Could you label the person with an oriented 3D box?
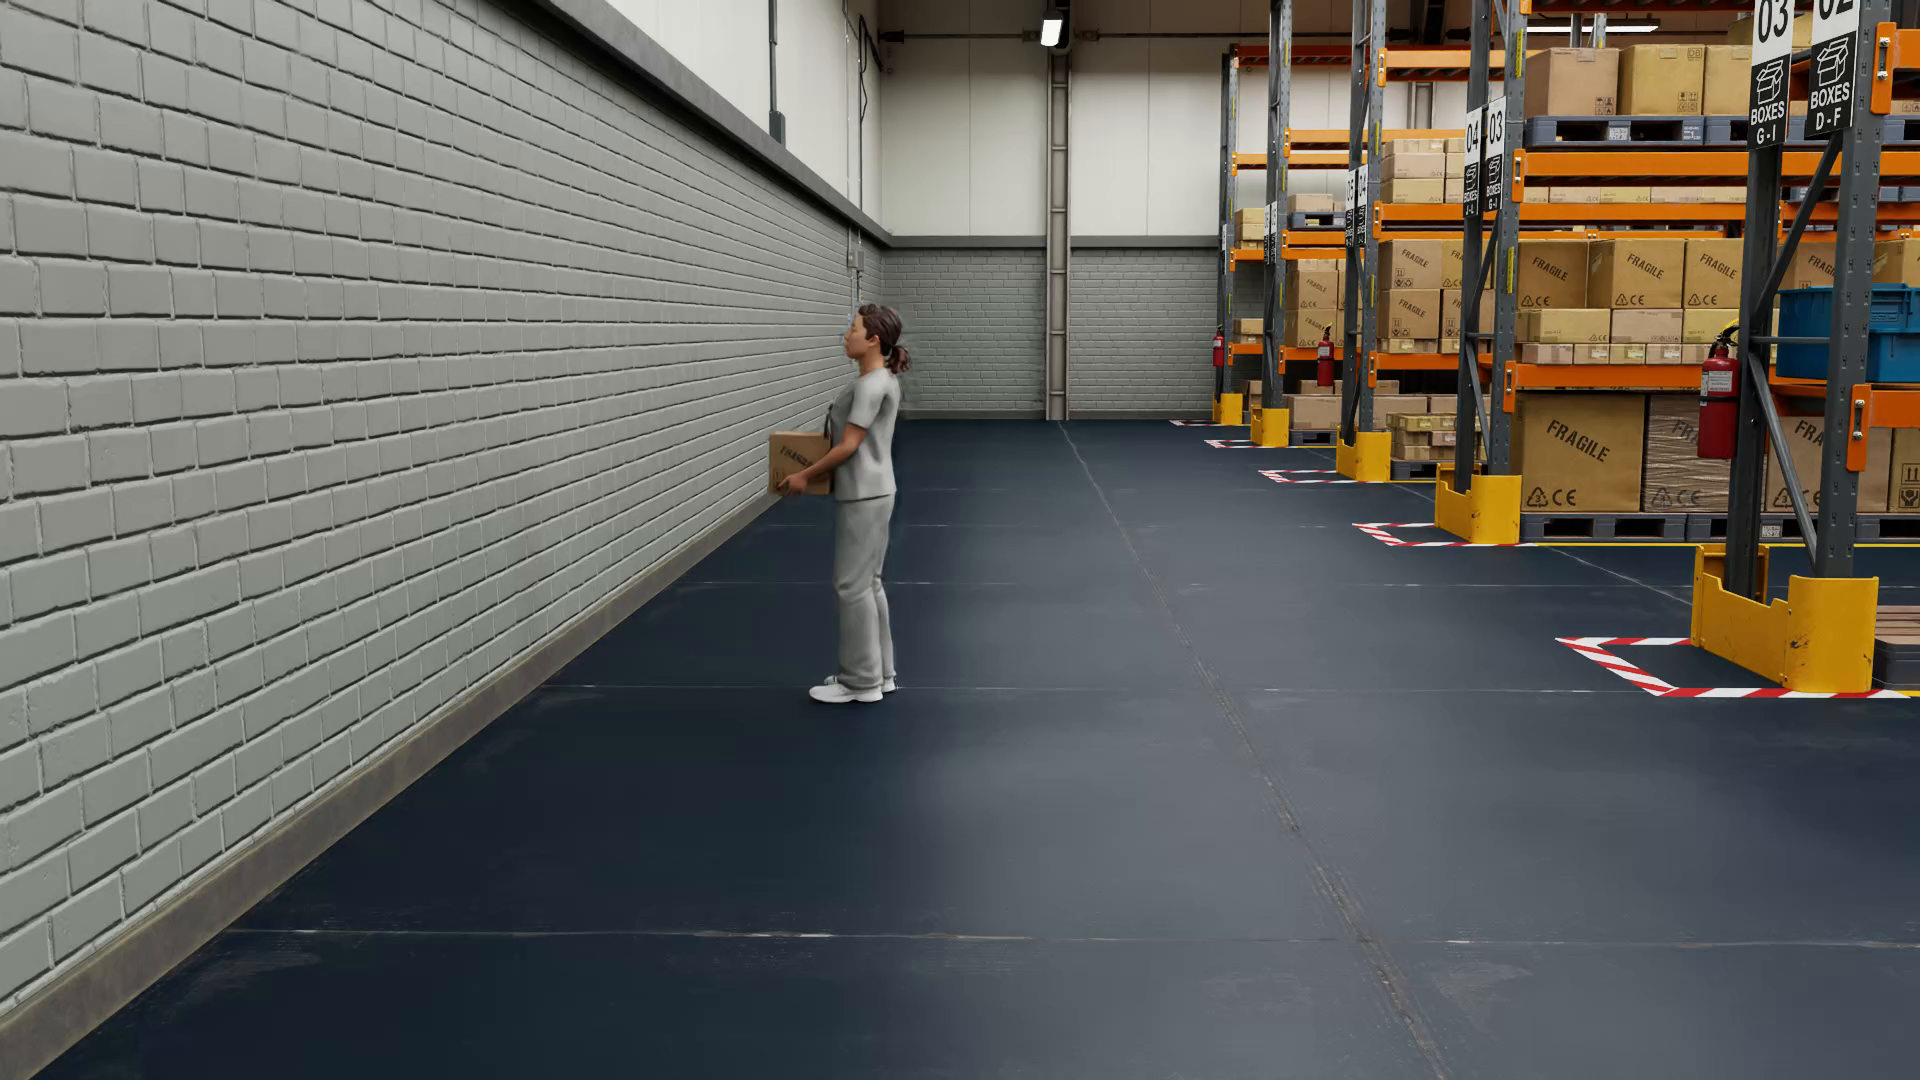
[{"bbox_3d":[-0.476,-0.151,6.977,0.548,1.669,0.443,0,7,0],"label":"person"}]
